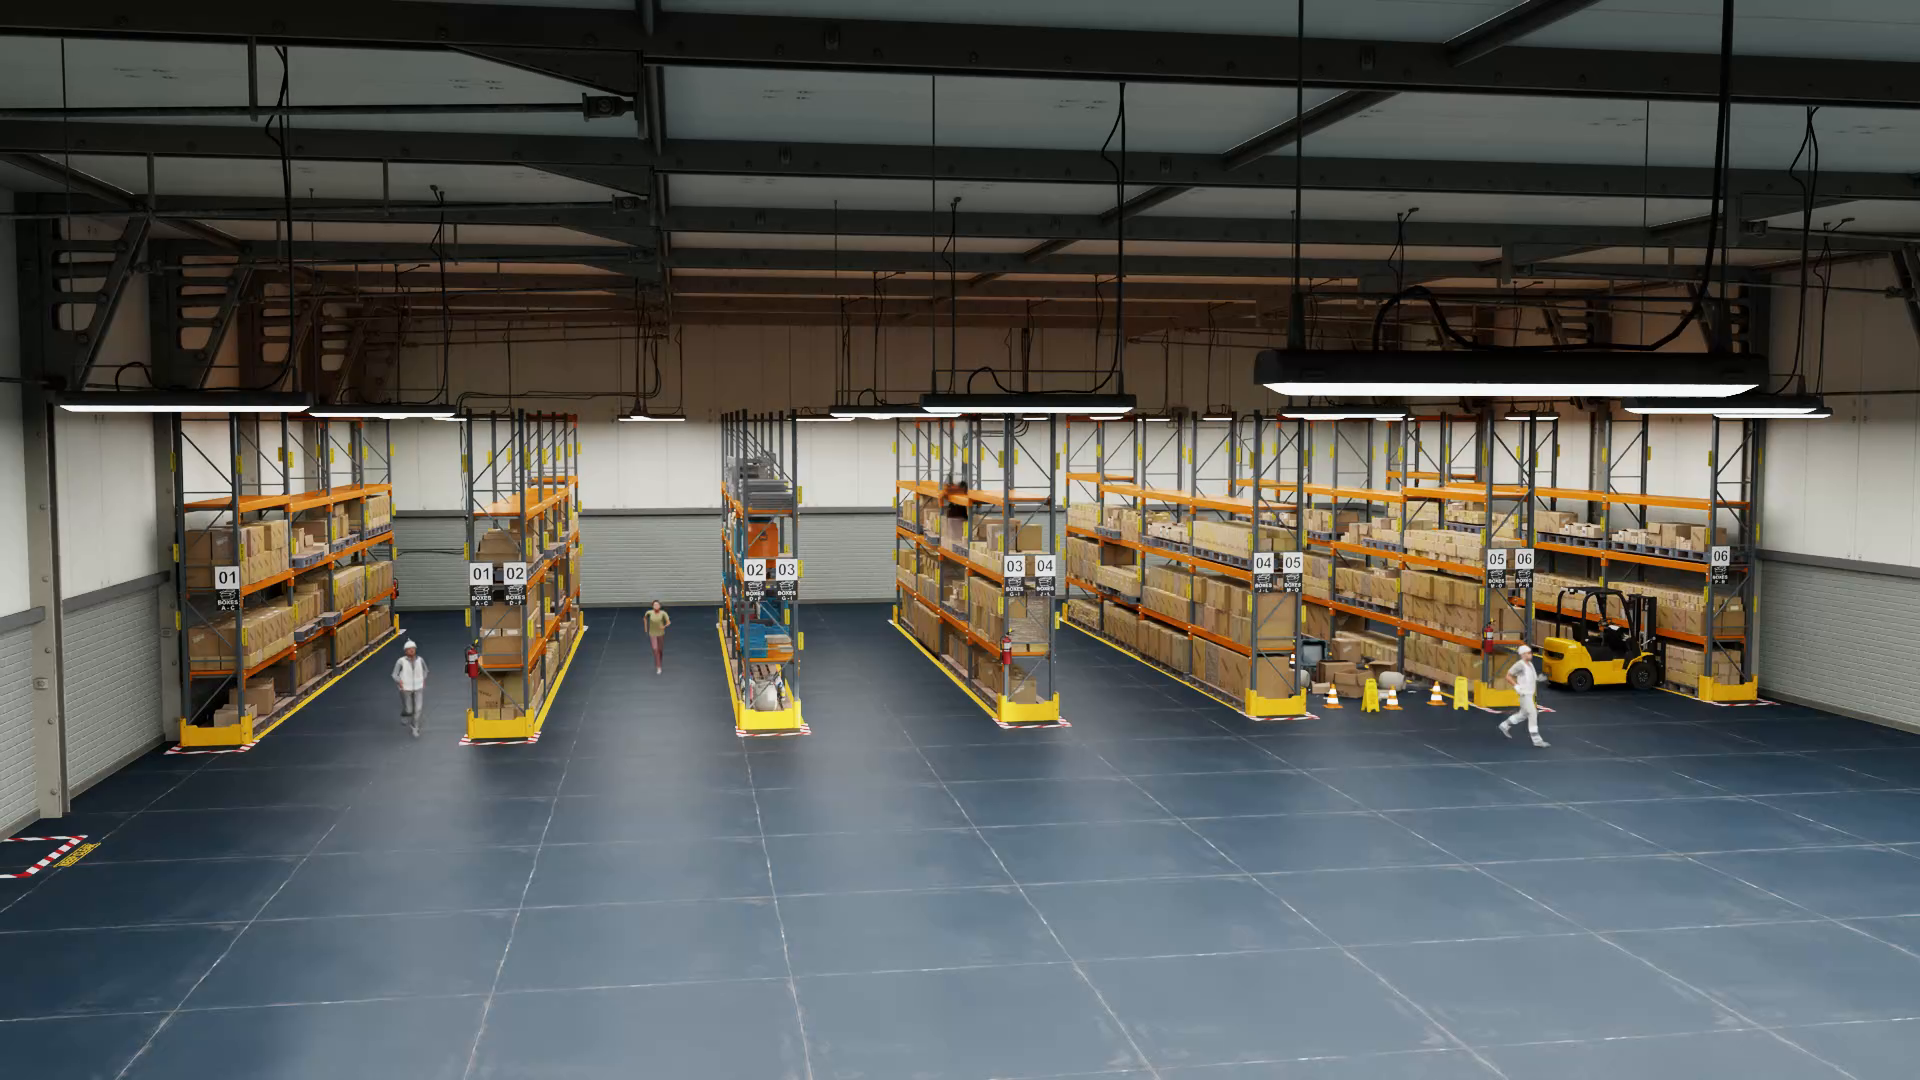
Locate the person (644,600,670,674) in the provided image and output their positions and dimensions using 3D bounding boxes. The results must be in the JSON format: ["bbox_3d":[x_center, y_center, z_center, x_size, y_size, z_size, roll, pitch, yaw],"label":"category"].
[{"bbox_3d":[-7.002,2.210,38.467,0.599,1.664,1.008,-1,4,-10],"label":"person"}]

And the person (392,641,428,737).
[{"bbox_3d":[-10.125,2.732,30.673,0.668,1.747,0.696,-3,5,-33],"label":"person"}]

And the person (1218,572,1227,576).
[{"bbox_3d":[7.981,1.403,50.683,0.512,1.618,0.627,1,4,9],"label":"person"}]

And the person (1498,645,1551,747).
[{"bbox_3d":[10.038,2.749,29.547,0.998,1.767,0.663,3,5,39],"label":"person"}]
